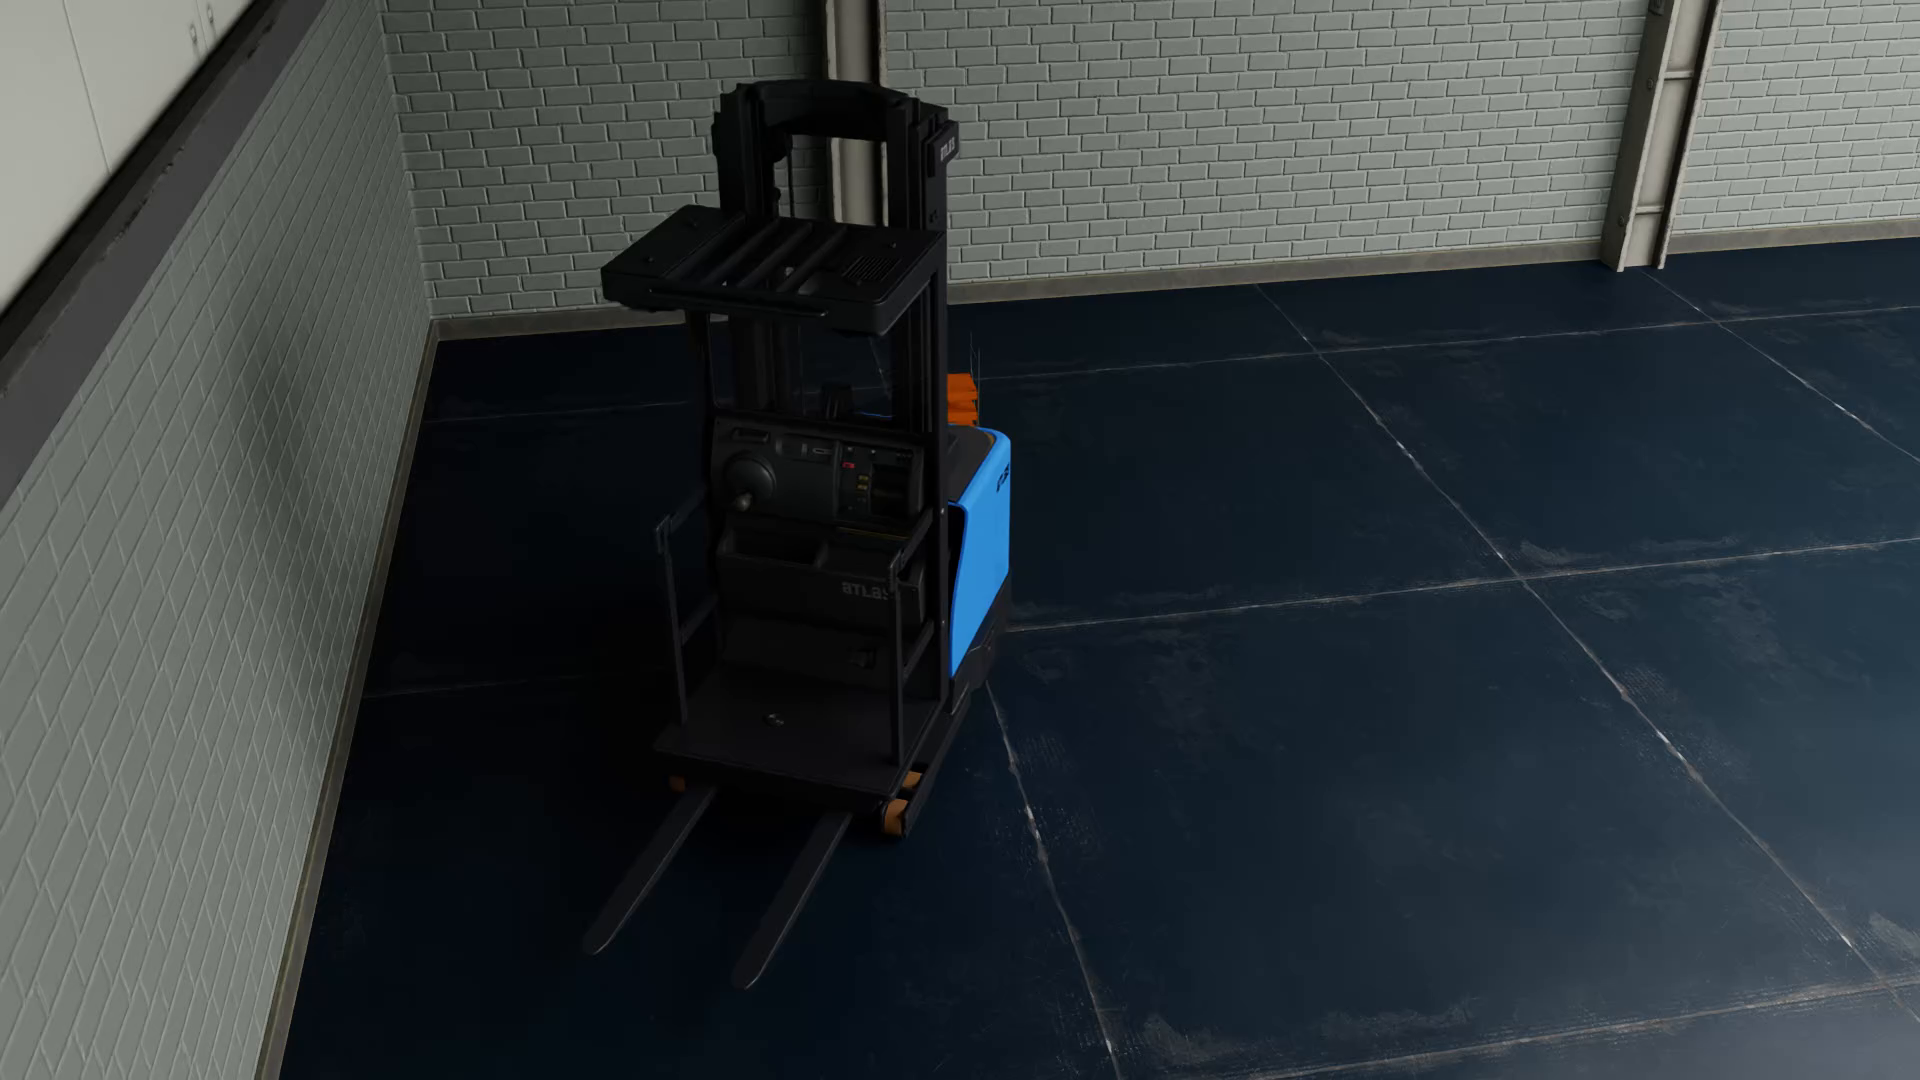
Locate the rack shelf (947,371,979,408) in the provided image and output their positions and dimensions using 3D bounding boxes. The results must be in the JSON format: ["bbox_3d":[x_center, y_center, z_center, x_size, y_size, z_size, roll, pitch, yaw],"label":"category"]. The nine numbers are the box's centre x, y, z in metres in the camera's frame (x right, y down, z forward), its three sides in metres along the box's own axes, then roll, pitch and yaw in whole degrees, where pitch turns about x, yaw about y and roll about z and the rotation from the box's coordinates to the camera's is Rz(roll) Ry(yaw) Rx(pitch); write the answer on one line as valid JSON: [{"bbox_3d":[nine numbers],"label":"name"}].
[{"bbox_3d":[-0.014,-0.788,8.784,0.180,0.103,0.258,-5,31,-9],"label":"rack shelf"}]

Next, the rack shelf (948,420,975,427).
[{"bbox_3d":[-0.014,-0.581,8.905,0.180,0.103,0.258,-5,31,-9],"label":"rack shelf"}]

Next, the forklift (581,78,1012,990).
[{"bbox_3d":[-0.657,-0.223,6.737,1.130,2.935,3.031,9,32,15],"label":"forklift"}]

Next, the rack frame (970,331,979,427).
[{"bbox_3d":[0.076,-0.524,8.958,0.006,1.200,0.240,-5,31,-9],"label":"rack frame"}]

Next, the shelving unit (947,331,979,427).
[{"bbox_3d":[-0.014,-0.516,8.944,0.189,1.200,0.258,-5,31,-9],"label":"shelving unit"}]

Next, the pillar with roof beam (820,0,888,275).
[{"bbox_3d":[0.075,-3.336,6.045,0.400,9.000,9.100,-5,31,-9],"label":"pillar with roof beam"}]

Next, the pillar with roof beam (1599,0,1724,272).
[{"bbox_3d":[5.976,-3.883,6.976,0.400,9.000,9.100,-5,31,-9],"label":"pillar with roof beam"}]

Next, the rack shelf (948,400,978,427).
[{"bbox_3d":[-0.014,-0.684,8.845,0.180,0.103,0.258,-5,31,-9],"label":"rack shelf"}]
